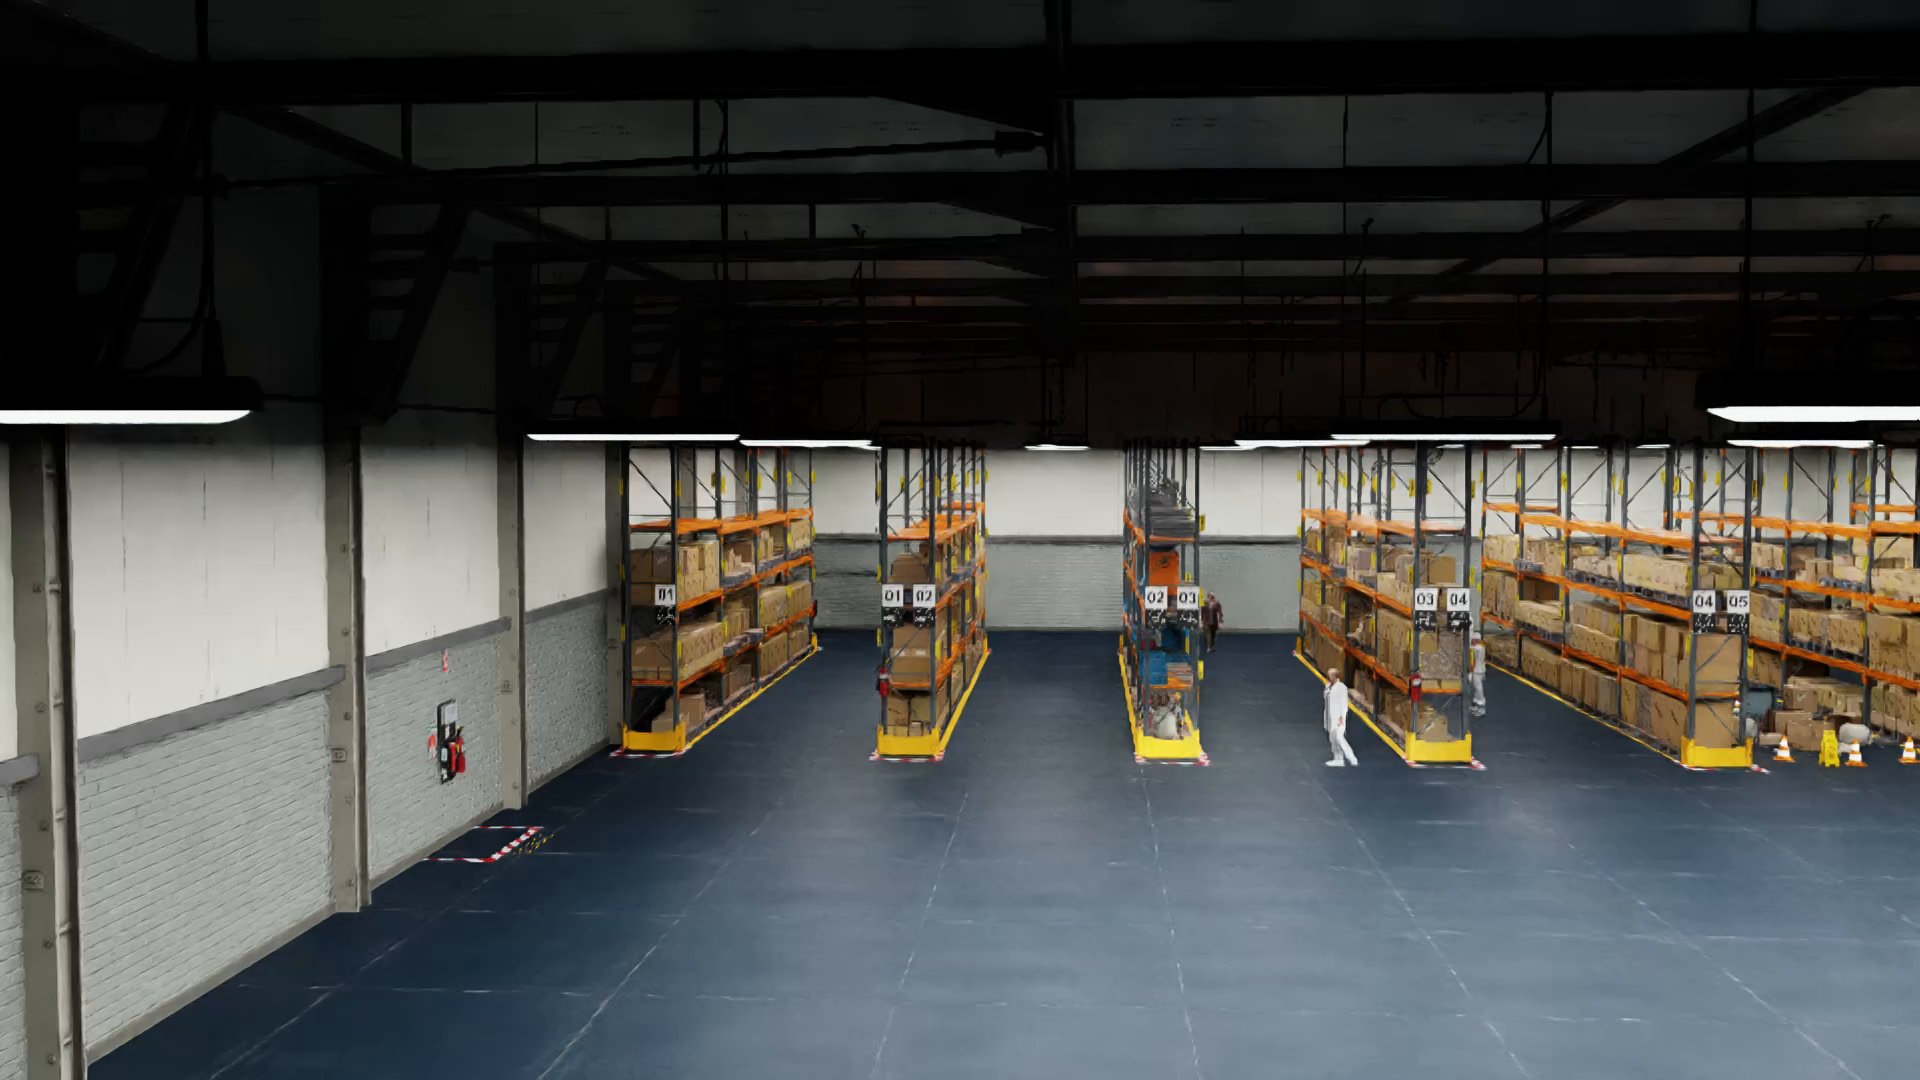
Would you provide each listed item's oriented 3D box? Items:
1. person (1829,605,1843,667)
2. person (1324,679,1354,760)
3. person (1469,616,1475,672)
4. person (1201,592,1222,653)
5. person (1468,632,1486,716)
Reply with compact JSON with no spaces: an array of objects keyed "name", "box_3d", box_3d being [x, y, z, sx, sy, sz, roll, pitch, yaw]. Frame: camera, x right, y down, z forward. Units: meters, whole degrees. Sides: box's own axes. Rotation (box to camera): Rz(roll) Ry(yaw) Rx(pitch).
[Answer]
[{"name":"person","box_3d":[23.200,2.537,43.902,0.574,1.668,0.640,0,3,6]},{"name":"person","box_3d":[6.833,3.269,30.178,0.507,1.500,0.637,-2,3,-27]},{"name":"person","box_3d":[13.059,2.581,43.056,0.542,1.645,1.126,0,3,6]},{"name":"person","box_3d":[7.163,2.326,47.334,0.571,1.724,1.111,0,3,3]},{"name":"person","box_3d":[11.157,2.887,36.014,0.577,1.785,0.655,2,4,35]}]
